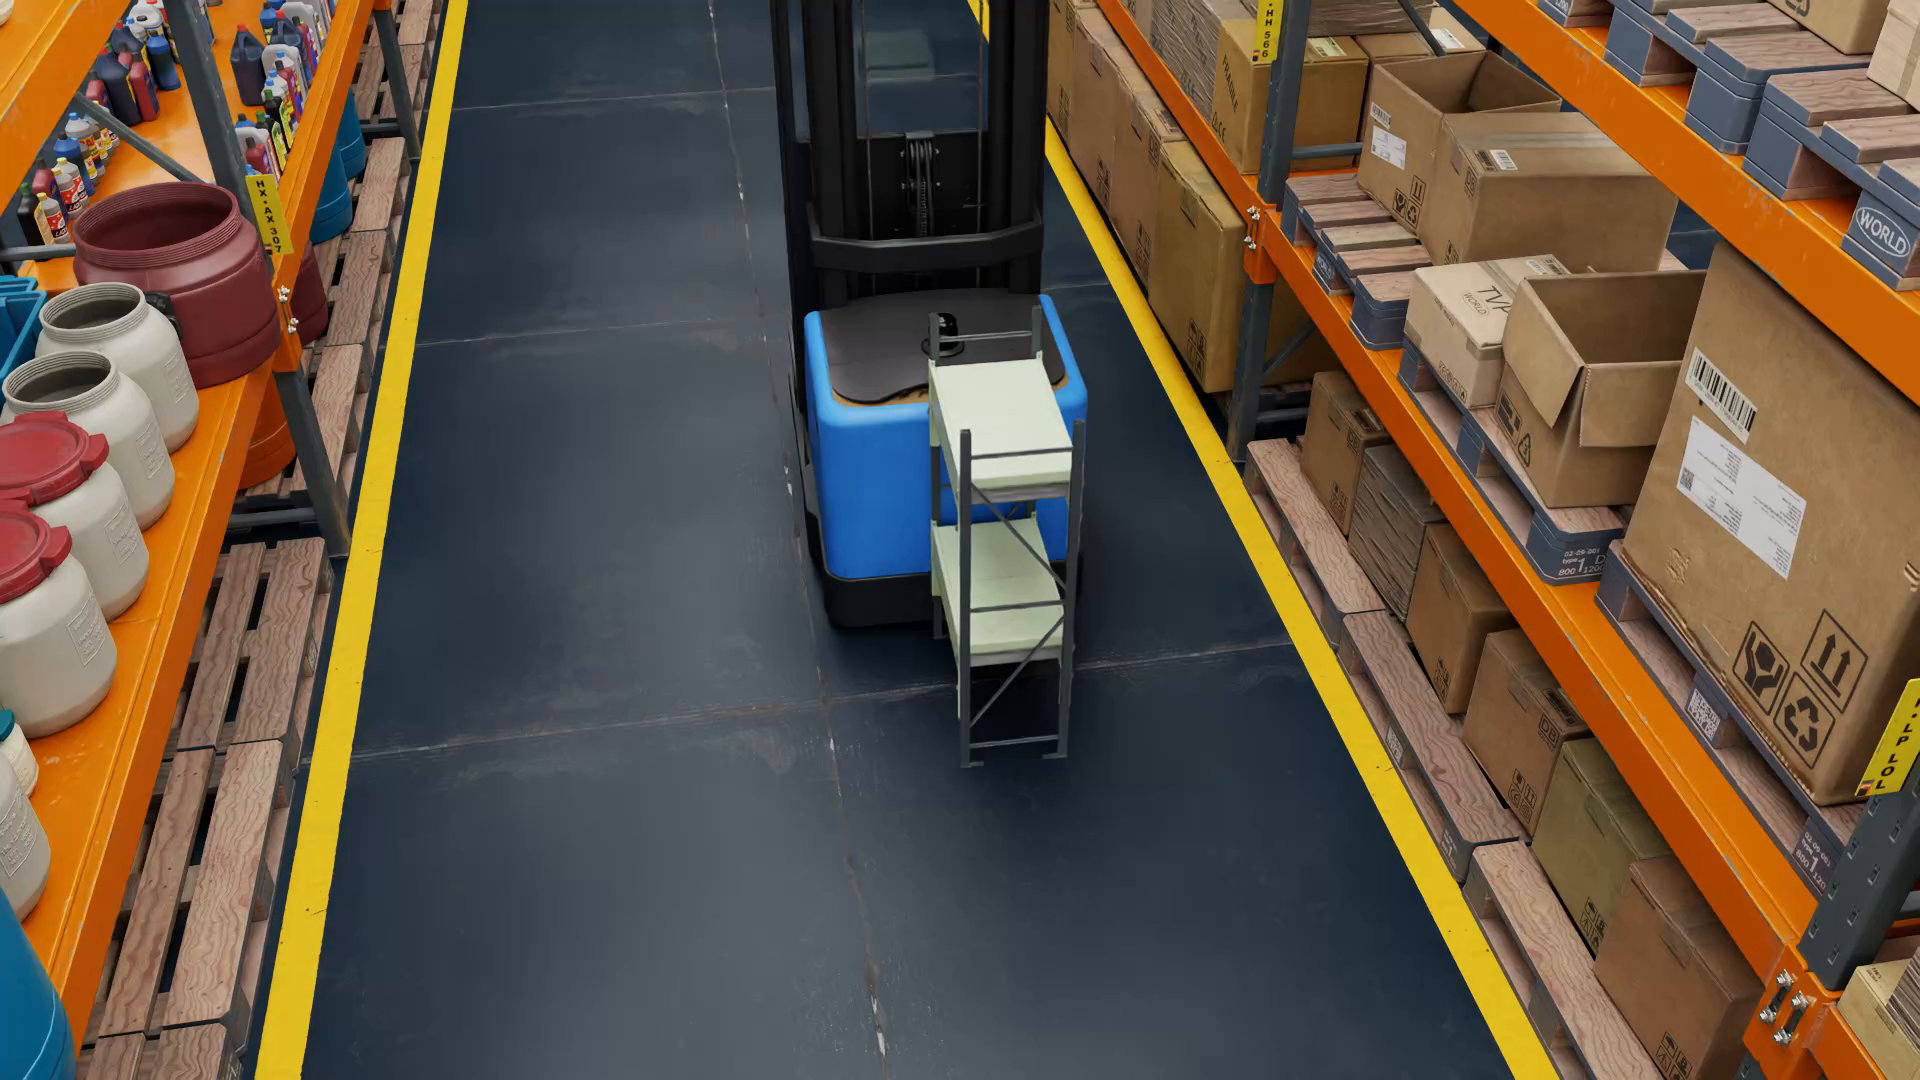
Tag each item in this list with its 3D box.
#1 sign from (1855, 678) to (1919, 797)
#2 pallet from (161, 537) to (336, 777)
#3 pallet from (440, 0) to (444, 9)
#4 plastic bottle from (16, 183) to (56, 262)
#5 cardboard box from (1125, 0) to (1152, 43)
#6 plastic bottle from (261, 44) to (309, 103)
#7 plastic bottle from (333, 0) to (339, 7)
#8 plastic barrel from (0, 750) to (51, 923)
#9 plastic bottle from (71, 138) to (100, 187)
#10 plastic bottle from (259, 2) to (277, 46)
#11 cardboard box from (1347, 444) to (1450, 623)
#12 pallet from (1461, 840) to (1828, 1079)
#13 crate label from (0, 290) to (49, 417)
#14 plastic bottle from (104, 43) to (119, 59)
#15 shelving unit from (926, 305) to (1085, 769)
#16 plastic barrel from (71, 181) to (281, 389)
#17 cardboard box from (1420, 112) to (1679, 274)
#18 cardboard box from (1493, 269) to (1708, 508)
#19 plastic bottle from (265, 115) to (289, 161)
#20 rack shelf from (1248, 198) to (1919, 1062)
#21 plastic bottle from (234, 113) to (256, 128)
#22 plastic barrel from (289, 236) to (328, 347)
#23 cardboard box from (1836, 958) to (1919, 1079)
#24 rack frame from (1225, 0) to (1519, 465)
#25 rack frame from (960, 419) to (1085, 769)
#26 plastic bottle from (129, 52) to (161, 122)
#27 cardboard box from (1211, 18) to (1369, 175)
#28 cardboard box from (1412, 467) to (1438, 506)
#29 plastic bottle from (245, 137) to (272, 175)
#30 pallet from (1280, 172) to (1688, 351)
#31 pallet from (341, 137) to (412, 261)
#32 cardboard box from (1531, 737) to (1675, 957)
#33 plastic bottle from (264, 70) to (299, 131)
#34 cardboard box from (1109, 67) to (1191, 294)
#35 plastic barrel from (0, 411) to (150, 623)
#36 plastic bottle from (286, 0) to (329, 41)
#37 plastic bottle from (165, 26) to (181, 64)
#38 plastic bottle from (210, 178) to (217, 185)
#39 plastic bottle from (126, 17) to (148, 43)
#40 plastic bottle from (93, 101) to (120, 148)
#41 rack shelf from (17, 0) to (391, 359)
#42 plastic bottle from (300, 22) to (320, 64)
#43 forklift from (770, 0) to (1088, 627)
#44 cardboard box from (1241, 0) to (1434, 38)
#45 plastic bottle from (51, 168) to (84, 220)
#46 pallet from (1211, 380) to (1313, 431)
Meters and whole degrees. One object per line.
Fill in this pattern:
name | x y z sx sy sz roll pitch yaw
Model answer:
sign | 1.902 0.397 3.350 0.100 0.325 0.005 -6 38 -8
pallet | -3.032 0.483 6.457 1.003 0.211 1.213 -6 38 -8
pallet | -4.426 -4.319 12.637 1.003 0.211 1.213 -6 38 -8
plastic bottle | -3.621 -1.243 6.500 0.061 0.283 0.133 -6 38 -8
cardboard box | 1.151 -2.857 8.401 0.500 0.500 0.500 -6 38 -7
plastic bottle | -3.131 -2.175 7.706 0.152 0.276 0.135 -6 38 -8
plastic bottle | -3.348 -2.967 8.664 0.144 0.351 0.185 -6 38 -8
plastic barrel | -2.381 0.670 3.831 0.433 0.535 0.433 0 38 0
plastic bottle | -3.715 -1.598 7.024 0.097 0.201 0.097 0 38 0
plastic bottle | -3.347 -2.481 8.104 0.097 0.271 0.097 0 38 0
cardboard box | 1.993 -0.074 6.579 0.700 0.500 0.500 -9 39 -12
pallet | 2.309 1.424 5.245 1.003 0.211 1.213 -6 38 -8
crate label | -3.222 -0.475 5.388 0.502 0.435 0.616 -6 38 -8
plastic bottle | -3.877 -2.126 7.636 0.061 0.283 0.133 -6 38 -8
shelving unit | 0.144 0.009 6.015 0.431 1.500 0.755 -5 38 -7
plastic barrel | -2.750 -0.897 5.848 0.600 0.536 0.708 -6 38 -8
cardboard box | 2.077 -1.180 5.901 0.700 0.500 0.500 -1 38 -1
cardboard box | 2.053 -0.451 4.959 0.797 0.503 0.637 -3 38 -3
plastic bottle | -2.986 -1.741 7.208 0.097 0.201 0.097 0 38 0
rack shelf | 2.097 -0.131 5.560 1.077 0.370 4.000 -6 38 -8
plastic bottle | -3.022 -1.682 7.075 0.097 0.271 0.097 0 38 0
plastic barrel | -3.431 -1.280 8.076 0.600 0.588 0.708 -6 38 -8
cardboard box | 2.189 1.054 3.653 0.380 0.149 0.250 -6 38 -8
rack frame | 1.746 -1.623 6.895 1.000 3.000 0.127 -6 38 -8
rack frame | 0.199 0.232 5.729 0.400 1.500 0.023 -5 38 -7
plastic bottle | -3.712 -2.060 7.552 0.061 0.283 0.133 -6 38 -8
cardboard box | 1.416 -1.934 7.213 0.500 0.500 0.500 -5 38 -7
cardboard box | 1.996 -0.385 6.369 0.500 0.250 0.500 -2 38 -3
plastic bottle | -2.900 -1.544 6.888 0.061 0.283 0.133 -6 38 -8
pallet | 1.976 -1.129 6.414 1.213 0.211 1.003 -6 38 -8
pallet | -3.737 -1.935 9.568 1.003 0.211 1.213 -6 38 -8
cardboard box | 2.296 0.943 5.270 0.700 0.500 0.500 -6 38 -8
plastic bottle | -3.043 -1.967 7.442 0.097 0.271 0.097 0 38 0
cardboard box | 1.497 -1.908 8.651 1.225 0.875 0.875 -6 38 -8
plastic barrel | -2.585 -0.034 4.738 0.433 0.535 0.433 0 38 0
plastic bottle | -3.268 -2.648 8.314 0.152 0.276 0.135 -6 38 -8
plastic bottle | -3.803 -2.433 8.099 0.097 0.201 0.097 0 38 0
plastic bottle | -2.888 -1.338 6.628 0.152 0.276 0.135 -6 38 -8
plastic bottle | -3.929 -2.363 7.951 0.097 0.271 0.097 0 38 0
plastic bottle | -3.783 -1.833 7.327 0.097 0.201 0.097 0 38 0
rack shelf | -3.481 -2.015 7.984 1.077 0.370 4.000 -6 38 -8
plastic bottle | -3.180 -2.411 8.071 0.097 0.201 0.097 0 38 0
forklift | -0.230 -1.707 7.059 1.130 2.935 3.031 -5 38 -7
cardboard box | 1.634 -2.502 7.127 0.797 0.503 0.637 -5 38 -6
plastic bottle | -3.664 -1.422 6.797 0.097 0.201 0.097 0 38 0
pallet | 1.682 -1.006 8.373 1.003 0.211 1.213 -6 38 -8
